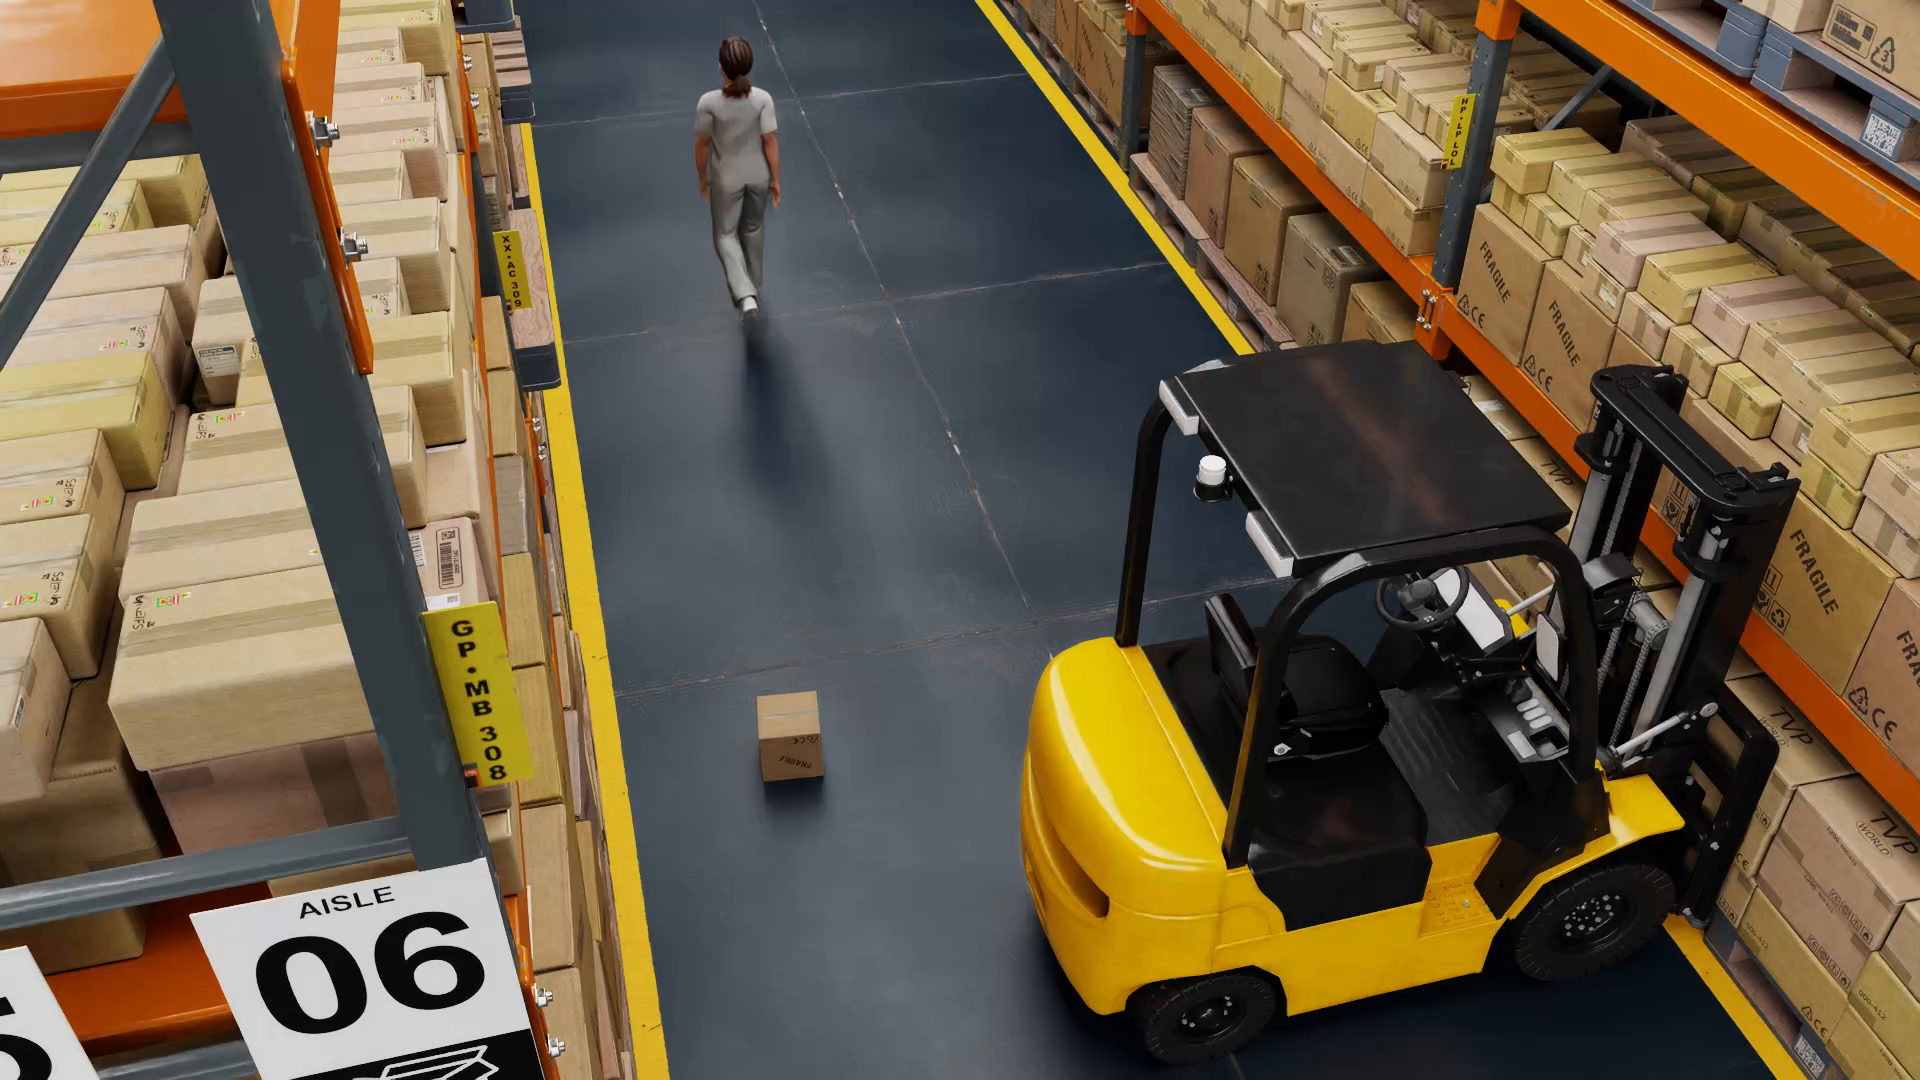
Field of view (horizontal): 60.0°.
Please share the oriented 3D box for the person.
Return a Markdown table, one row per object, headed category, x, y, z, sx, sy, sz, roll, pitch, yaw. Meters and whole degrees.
| category | x | y | z | sx | sy | sz | roll | pitch | yaw |
| --- | --- | --- | --- | --- | --- | --- | --- | --- | --- |
| person | -1.218 | -1.969 | 9.220 | 0.451 | 1.609 | 0.840 | -10 | 39 | -13 |
